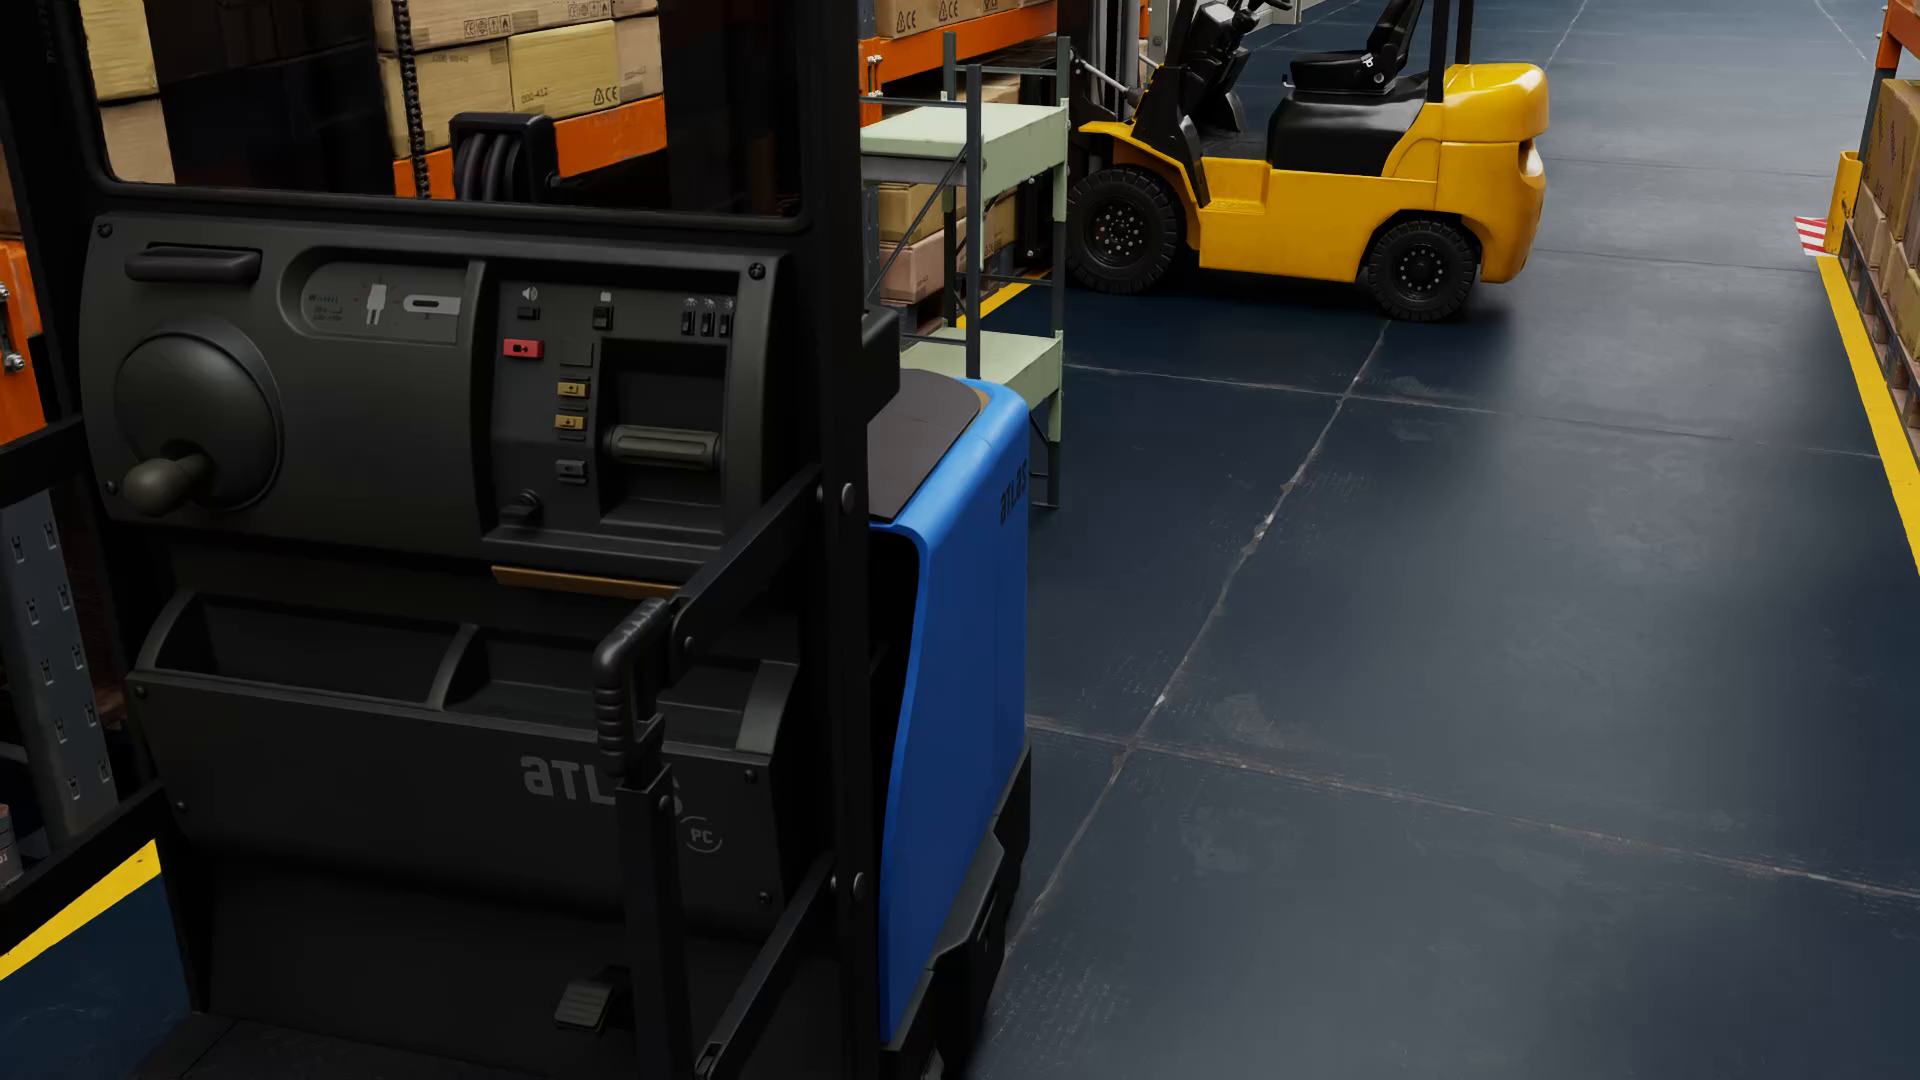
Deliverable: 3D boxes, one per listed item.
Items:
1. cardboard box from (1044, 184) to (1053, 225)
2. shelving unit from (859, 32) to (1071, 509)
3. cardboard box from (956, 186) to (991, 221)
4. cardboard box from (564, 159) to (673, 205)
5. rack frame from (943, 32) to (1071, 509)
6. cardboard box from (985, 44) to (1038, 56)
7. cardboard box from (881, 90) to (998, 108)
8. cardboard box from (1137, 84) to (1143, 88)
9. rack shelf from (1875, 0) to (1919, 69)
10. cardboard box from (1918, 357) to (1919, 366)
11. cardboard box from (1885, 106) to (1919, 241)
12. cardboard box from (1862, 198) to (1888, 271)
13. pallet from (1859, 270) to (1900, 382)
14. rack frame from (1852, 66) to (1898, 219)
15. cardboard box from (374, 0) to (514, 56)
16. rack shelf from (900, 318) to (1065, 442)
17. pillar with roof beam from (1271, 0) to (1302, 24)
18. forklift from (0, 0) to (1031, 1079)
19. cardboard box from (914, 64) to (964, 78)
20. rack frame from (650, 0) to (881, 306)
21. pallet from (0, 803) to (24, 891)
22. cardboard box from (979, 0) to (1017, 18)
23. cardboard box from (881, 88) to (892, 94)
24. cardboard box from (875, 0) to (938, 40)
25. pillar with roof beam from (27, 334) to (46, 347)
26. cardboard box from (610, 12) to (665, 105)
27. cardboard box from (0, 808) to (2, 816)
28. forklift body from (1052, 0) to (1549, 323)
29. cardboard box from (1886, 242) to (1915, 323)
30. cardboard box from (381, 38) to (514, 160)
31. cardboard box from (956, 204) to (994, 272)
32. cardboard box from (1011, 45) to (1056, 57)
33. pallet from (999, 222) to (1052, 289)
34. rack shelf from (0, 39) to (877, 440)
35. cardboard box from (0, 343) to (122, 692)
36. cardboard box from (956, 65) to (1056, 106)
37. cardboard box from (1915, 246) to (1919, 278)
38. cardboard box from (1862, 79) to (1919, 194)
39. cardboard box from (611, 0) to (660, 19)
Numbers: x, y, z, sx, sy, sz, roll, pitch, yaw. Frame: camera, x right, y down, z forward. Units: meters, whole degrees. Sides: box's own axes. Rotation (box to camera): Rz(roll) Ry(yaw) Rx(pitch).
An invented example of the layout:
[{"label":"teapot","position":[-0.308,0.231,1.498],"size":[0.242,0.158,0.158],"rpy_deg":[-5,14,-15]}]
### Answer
[{"label":"cardboard box","position":[0.226,-1.794,8.675],"size":[0.500,0.250,0.500],"rpy_deg":[10,25,22]},{"label":"shelving unit","position":[0.002,-0.694,4.967],"size":[0.431,1.500,0.755],"rpy_deg":[9,24,20]},{"label":"cardboard box","position":[-0.167,-1.659,7.705],"size":[0.500,0.250,0.500],"rpy_deg":[9,24,20]},{"label":"cardboard box","position":[-1.002,-1.104,6.537],"size":[0.875,0.625,0.625],"rpy_deg":[10,25,22]},{"label":"rack frame","position":[0.138,-0.825,5.280],"size":[0.400,1.500,0.023],"rpy_deg":[9,24,20]},{"label":"cardboard box","position":[0.131,-2.688,9.518],"size":[0.500,0.250,0.500],"rpy_deg":[9,24,20]},{"label":"cardboard box","position":[-0.148,-1.890,7.609],"size":[0.500,0.250,0.500],"rpy_deg":[9,24,20]},{"label":"cardboard box","position":[0.777,-2.562,9.866],"size":[0.500,0.250,0.500],"rpy_deg":[8,24,19]},{"label":"rack shelf","position":[4.534,-1.869,6.765],"size":[1.077,0.370,4.000],"rpy_deg":[9,24,20]},{"label":"cardboard box","position":[3.762,-0.660,5.961],"size":[0.500,0.250,0.500],"rpy_deg":[10,25,22]},{"label":"cardboard box","position":[4.329,-1.564,7.151],"size":[0.500,0.500,0.500],"rpy_deg":[9,24,21]},{"label":"cardboard box","position":[4.524,-1.411,7.758],"size":[0.500,0.250,0.500],"rpy_deg":[10,25,22]},{"label":"pallet","position":[4.460,-0.882,7.087],"size":[1.003,0.211,1.213],"rpy_deg":[9,24,20]},{"label":"rack frame","position":[5.277,-2.916,8.340],"size":[1.000,3.000,0.127],"rpy_deg":[9,24,20]},{"label":"cardboard box","position":[-1.514,-1.412,4.284],"size":[0.500,0.250,0.500],"rpy_deg":[8,24,19]},{"label":"rack shelf","position":[0.002,-0.394,5.092],"size":[0.431,0.370,0.720],"rpy_deg":[9,24,20]},{"label":"pillar with roof beam","position":[8.026,-9.952,17.399],"size":[9.100,9.000,0.400],"rpy_deg":[9,24,20]},{"label":"forklift","position":[-0.717,-0.165,1.843],"size":[1.130,2.935,3.031],"rpy_deg":[6,23,13]},{"label":"cardboard box","position":[-0.262,-2.328,8.657],"size":[0.500,0.250,0.500],"rpy_deg":[8,24,19]},{"label":"rack frame","position":[-0.818,-2.194,6.611],"size":[1.000,3.000,0.127],"rpy_deg":[9,24,20]},{"label":"pallet","position":[-2.617,0.786,3.095],"size":[1.003,0.211,1.213],"rpy_deg":[9,24,20]},{"label":"cardboard box","position":[-0.046,-2.732,7.769],"size":[0.500,0.500,0.500],"rpy_deg":[9,24,20]},{"label":"cardboard box","position":[-0.641,-1.968,7.795],"size":[0.500,0.250,0.500],"rpy_deg":[8,24,19]},{"label":"cardboard box","position":[-0.411,-2.362,6.882],"size":[0.500,0.500,0.500],"rpy_deg":[8,24,19]},{"label":"pillar with roof beam","position":[1.340,-3.510,1.978],"size":[9.100,9.000,0.400],"rpy_deg":[9,24,20]},{"label":"cardboard box","position":[-1.157,-1.553,5.271],"size":[0.500,0.250,0.500],"rpy_deg":[9,24,20]},{"label":"cardboard box","position":[-2.262,0.379,3.149],"size":[0.500,0.500,0.500],"rpy_deg":[10,24,22]},{"label":"forklift body","position":[1.657,-2.294,7.952],"size":[2.313,2.155,1.214],"rpy_deg":[9,24,20]},{"label":"cardboard box","position":[4.143,-1.033,6.854],"size":[0.500,0.250,0.500],"rpy_deg":[9,24,21]},{"label":"cardboard box","position":[-1.536,-1.182,4.382],"size":[0.500,0.250,0.500],"rpy_deg":[8,24,18]},{"label":"cardboard box","position":[-0.157,-1.429,7.801],"size":[0.500,0.250,0.500],"rpy_deg":[8,24,19]},{"label":"cardboard box","position":[0.602,-2.619,9.353],"size":[0.500,0.250,0.500],"rpy_deg":[9,24,21]},{"label":"pallet","position":[-0.032,-1.624,8.864],"size":[1.003,0.211,1.213],"rpy_deg":[9,24,20]},{"label":"rack shelf","position":[-1.561,-1.146,5.036],"size":[1.077,0.370,4.000],"rpy_deg":[9,24,20]},{"label":"cardboard box","position":[-2.060,-0.082,4.091],"size":[0.875,0.625,0.625],"rpy_deg":[10,25,22]},{"label":"cardboard box","position":[0.228,-2.257,8.486],"size":[0.500,0.250,0.500],"rpy_deg":[8,24,19]},{"label":"cardboard box","position":[3.949,-1.188,6.253],"size":[0.500,0.500,0.500],"rpy_deg":[9,24,21]},{"label":"cardboard box","position":[4.713,-1.930,8.027],"size":[0.500,0.500,0.500],"rpy_deg":[8,24,18]},{"label":"cardboard box","position":[-1.143,-1.776,5.156],"size":[0.500,0.250,0.500],"rpy_deg":[9,24,21]}]
